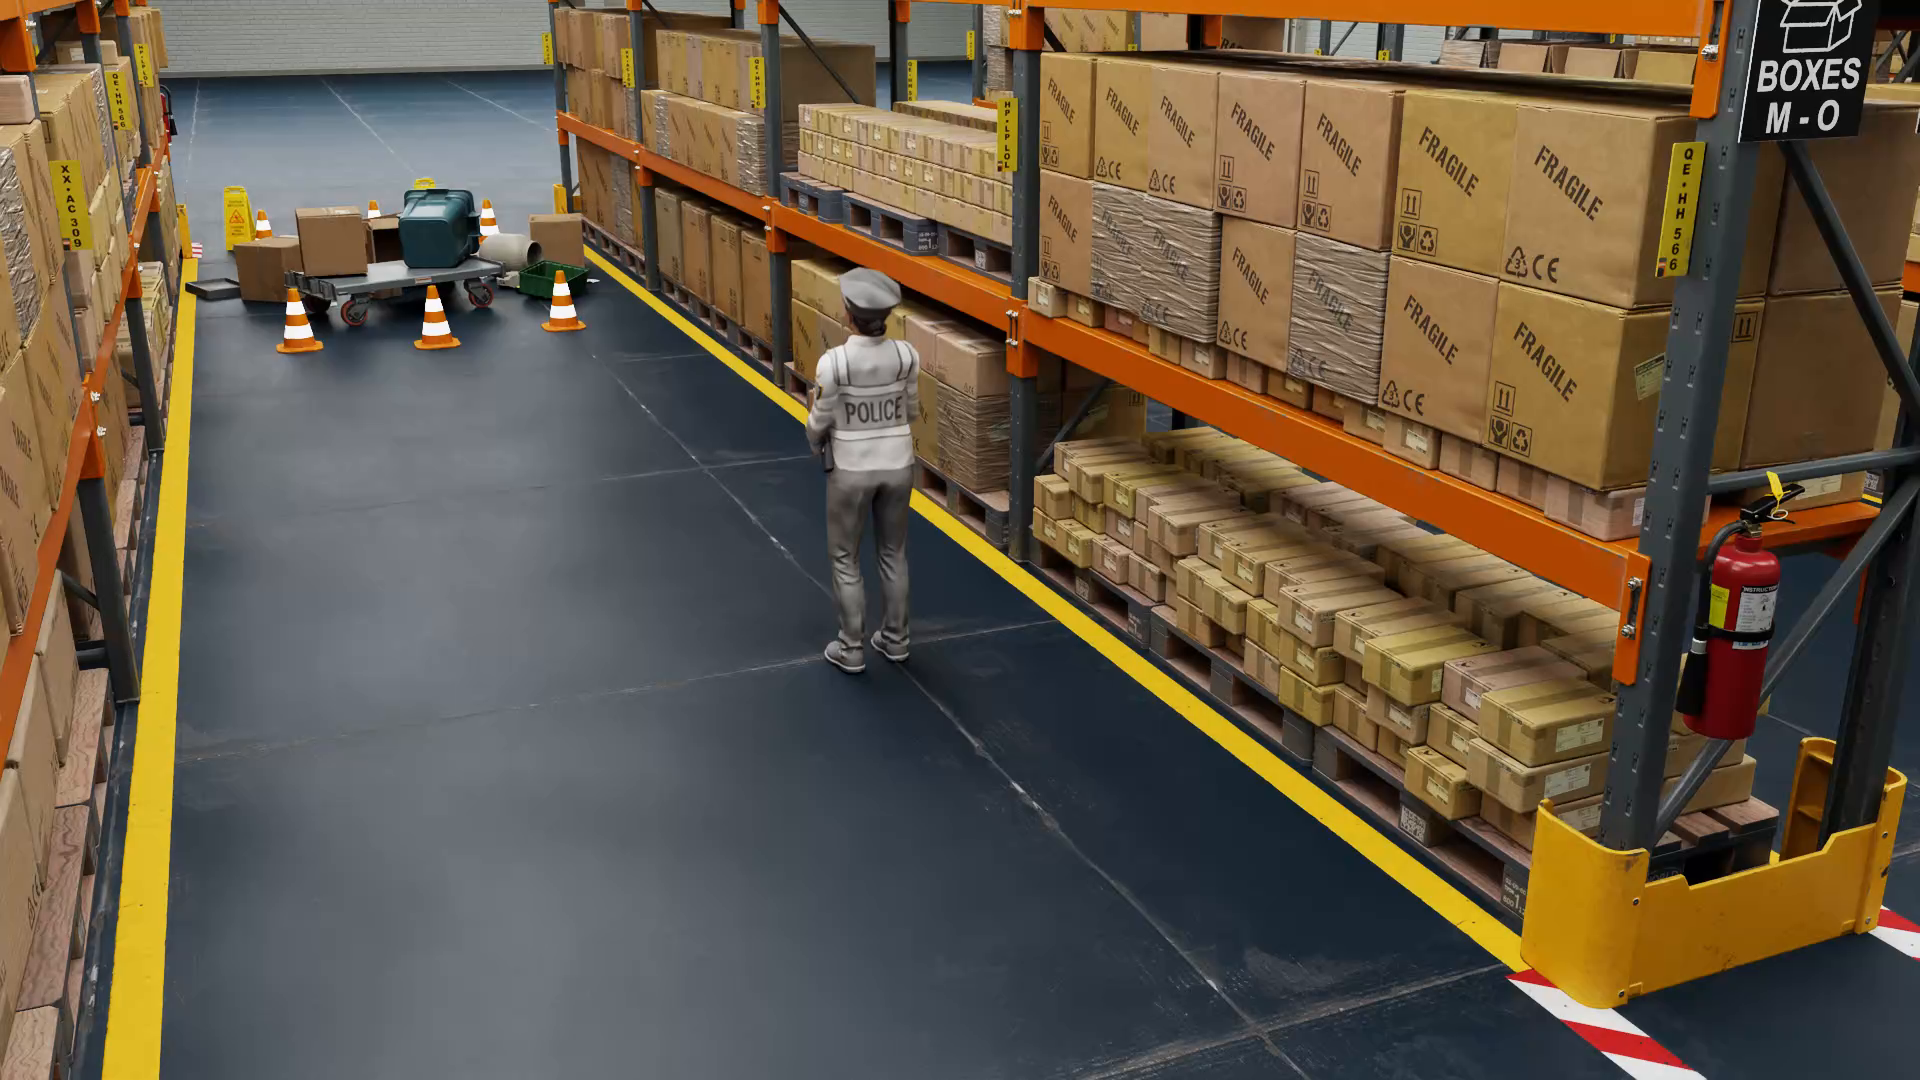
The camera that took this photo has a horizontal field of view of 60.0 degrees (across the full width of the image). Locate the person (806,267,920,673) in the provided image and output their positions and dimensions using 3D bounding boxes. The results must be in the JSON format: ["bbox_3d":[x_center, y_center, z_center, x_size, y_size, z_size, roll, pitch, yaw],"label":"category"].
[{"bbox_3d":[-0.404,-0.296,6.878,0.469,1.690,0.550,-8,21,-22],"label":"person"}]
